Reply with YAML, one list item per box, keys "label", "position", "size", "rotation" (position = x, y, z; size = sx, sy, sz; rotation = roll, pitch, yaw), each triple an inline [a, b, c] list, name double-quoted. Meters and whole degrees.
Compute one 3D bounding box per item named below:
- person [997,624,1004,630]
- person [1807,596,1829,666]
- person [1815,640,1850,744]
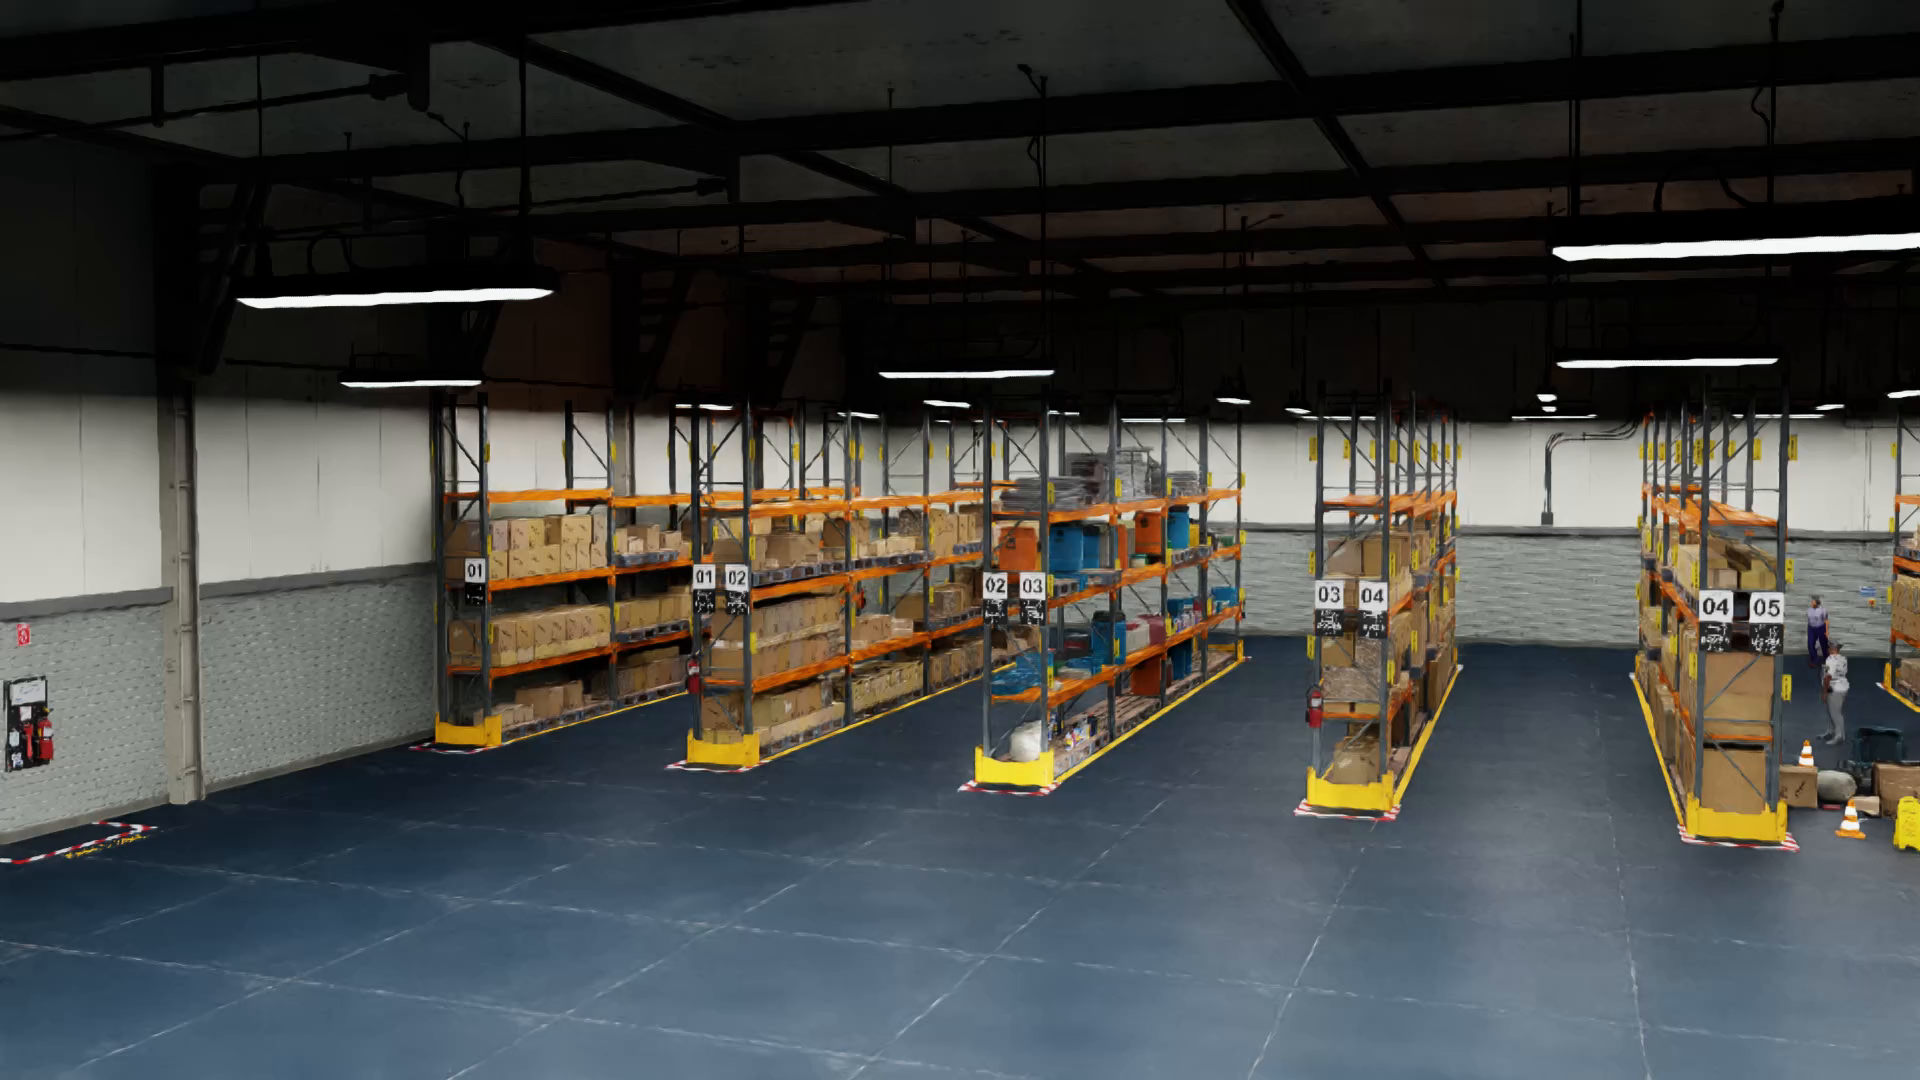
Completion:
- label: "person"
  position: [0.920, 1.836, 43.848]
  size: [0.733, 1.651, 0.560]
  rotation: [-2, 4, -34]
- label: "person"
  position: [20.099, 2.124, 38.852]
  size: [0.551, 1.631, 0.544]
  rotation: [-2, 4, -34]
- label: "person"
  position: [14.976, 2.592, 28.564]
  size: [0.653, 1.748, 0.584]
  rotation: [-3, 4, -41]
